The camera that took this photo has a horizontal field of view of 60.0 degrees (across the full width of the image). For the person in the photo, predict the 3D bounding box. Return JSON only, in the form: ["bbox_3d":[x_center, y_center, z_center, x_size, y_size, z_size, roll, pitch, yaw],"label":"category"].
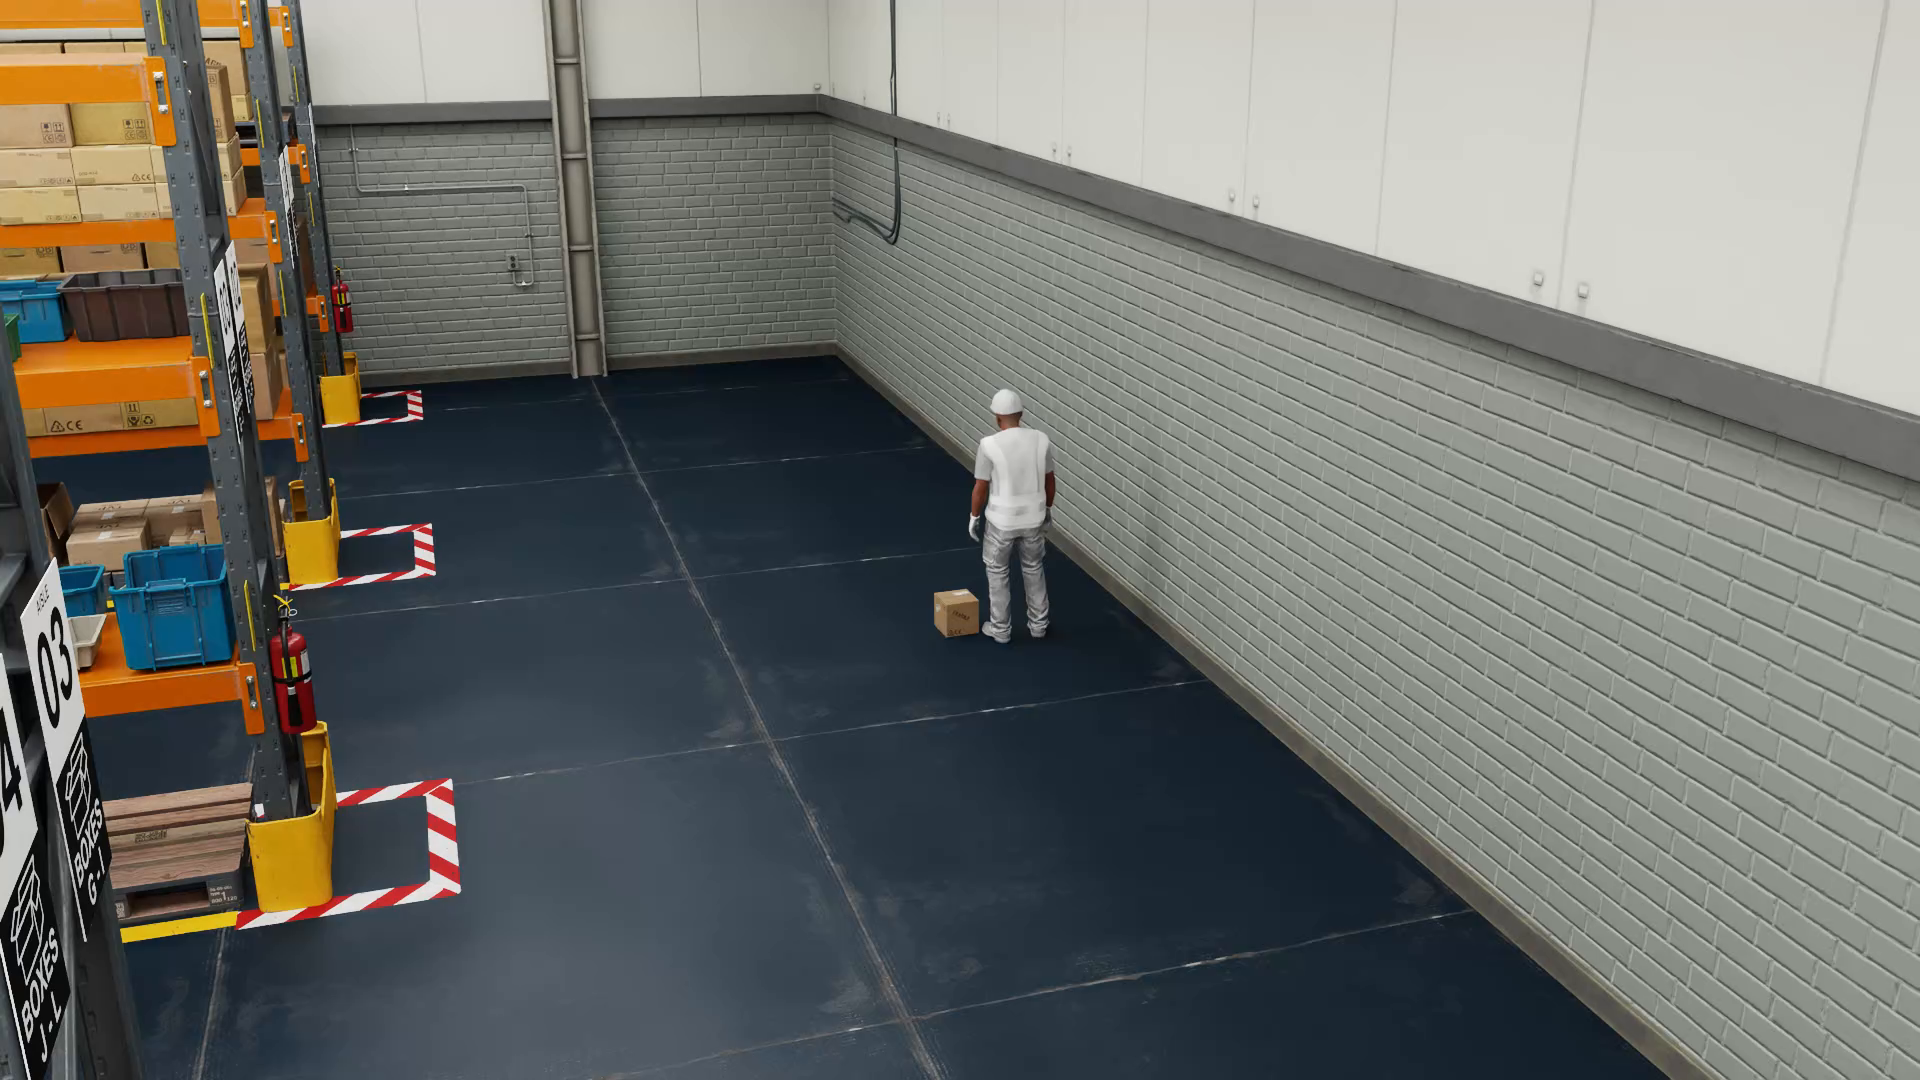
[{"bbox_3d":[0.365,-0.163,11.521,0.633,1.775,0.449,-7,20,-19],"label":"person"}]
